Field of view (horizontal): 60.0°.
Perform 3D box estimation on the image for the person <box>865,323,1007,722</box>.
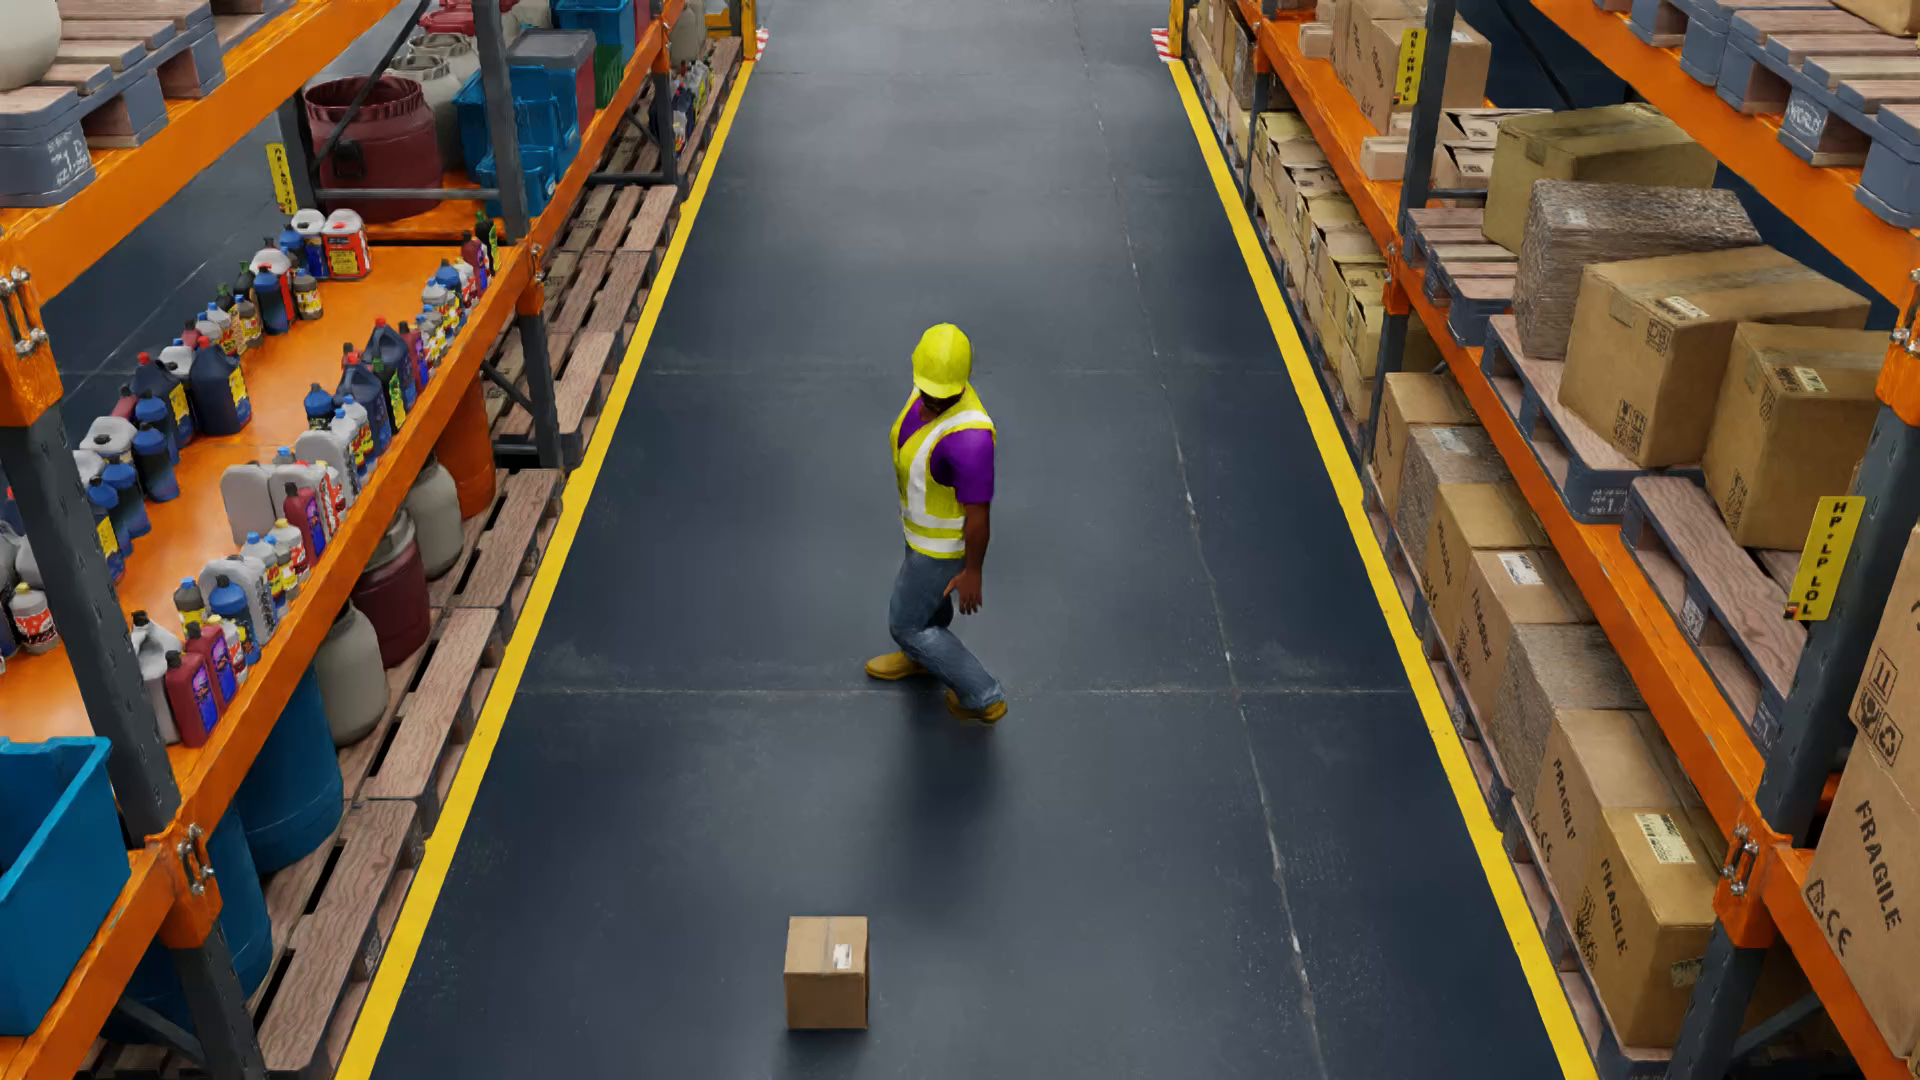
[{"bbox_3d":[-0.102,-0.062,6.231,0.523,1.733,0.684,-4,32,-6],"label":"person"}]
